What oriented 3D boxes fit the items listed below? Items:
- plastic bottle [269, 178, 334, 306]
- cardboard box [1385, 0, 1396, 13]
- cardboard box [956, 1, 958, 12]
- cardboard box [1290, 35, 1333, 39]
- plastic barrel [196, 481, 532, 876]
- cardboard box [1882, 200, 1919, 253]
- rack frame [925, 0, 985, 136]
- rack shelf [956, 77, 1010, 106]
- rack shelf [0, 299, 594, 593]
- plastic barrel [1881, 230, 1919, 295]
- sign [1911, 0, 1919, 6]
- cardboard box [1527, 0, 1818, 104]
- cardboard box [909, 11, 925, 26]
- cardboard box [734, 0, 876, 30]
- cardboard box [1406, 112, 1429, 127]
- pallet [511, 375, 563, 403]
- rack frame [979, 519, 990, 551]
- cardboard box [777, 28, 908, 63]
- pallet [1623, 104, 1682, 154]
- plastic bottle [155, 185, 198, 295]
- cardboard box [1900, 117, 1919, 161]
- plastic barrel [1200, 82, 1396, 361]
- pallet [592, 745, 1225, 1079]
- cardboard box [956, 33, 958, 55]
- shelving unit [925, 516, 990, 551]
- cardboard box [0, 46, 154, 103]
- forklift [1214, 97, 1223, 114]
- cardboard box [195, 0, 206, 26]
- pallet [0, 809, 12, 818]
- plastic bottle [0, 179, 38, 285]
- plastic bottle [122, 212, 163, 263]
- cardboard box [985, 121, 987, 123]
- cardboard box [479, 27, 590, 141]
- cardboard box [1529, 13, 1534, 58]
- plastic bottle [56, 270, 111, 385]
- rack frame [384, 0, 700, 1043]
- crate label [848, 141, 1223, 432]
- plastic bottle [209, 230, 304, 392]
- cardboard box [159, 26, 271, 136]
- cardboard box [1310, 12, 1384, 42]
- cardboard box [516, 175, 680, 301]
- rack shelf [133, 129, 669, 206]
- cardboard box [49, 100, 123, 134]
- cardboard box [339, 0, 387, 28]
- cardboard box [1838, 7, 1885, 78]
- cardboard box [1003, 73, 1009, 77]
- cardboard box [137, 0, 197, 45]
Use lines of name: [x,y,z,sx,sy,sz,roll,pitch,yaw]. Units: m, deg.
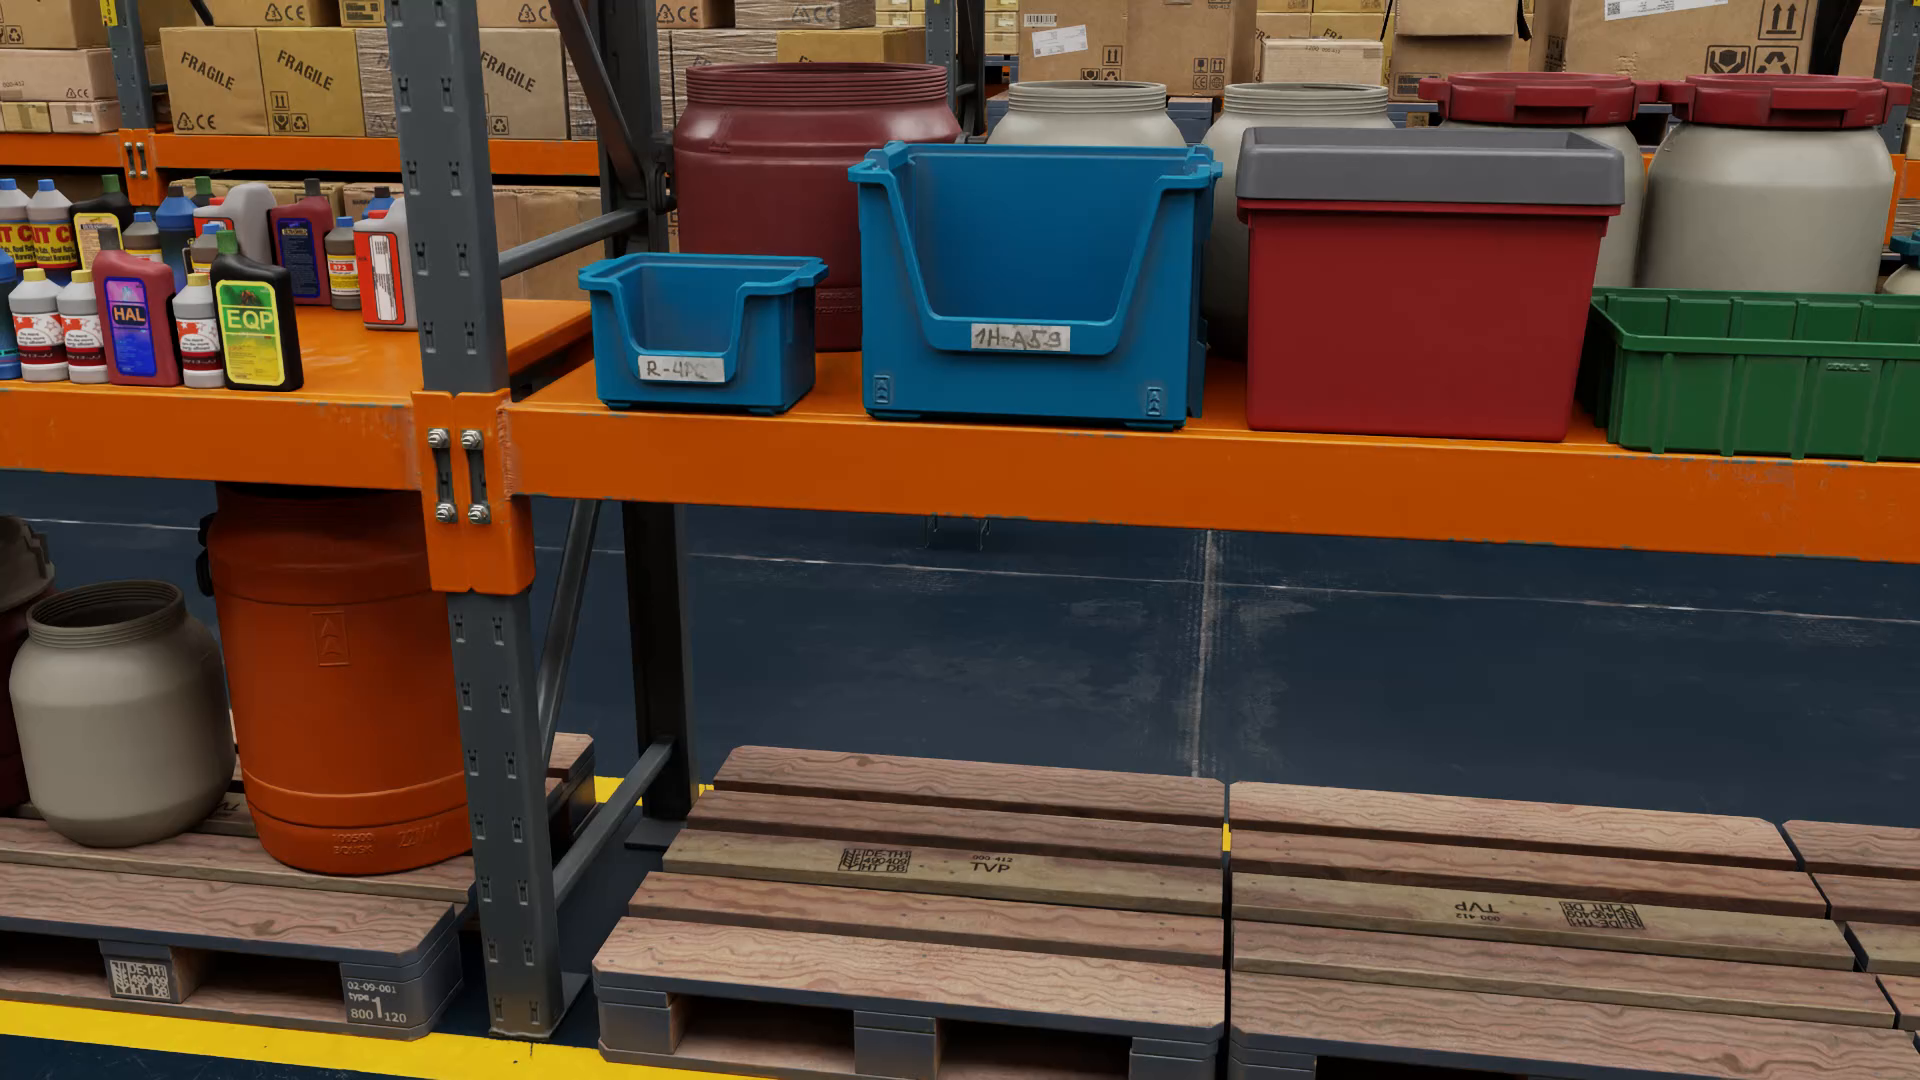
plastic bottle: [-1.494,-0.679,3.789,0.133,0.283,0.061,3,19,9]
cardboard box: [3.323,-4.075,12.022,0.500,0.500,0.700,3,19,9]
cardboard box: [0.067,-3.938,12.140,0.250,0.149,0.380,3,19,8]
cardboard box: [1.674,-2.268,7.905,0.258,0.266,0.396,2,19,7]
plastic barrel: [-1.286,0.230,3.646,0.708,0.830,0.600,3,19,9]
cardboard box: [6.321,-2.573,11.954,0.875,0.875,0.875,3,19,9]
rack frame: [-0.015,-2.132,7.948,0.127,3.000,1.000,3,19,9]
rack shelf: [-1.103,-3.441,12.992,4.000,0.370,1.077,3,19,9]
rack shelf: [-2.775,-0.340,3.726,4.000,0.370,1.077,3,19,9]
plastic barrel: [1.866,-0.428,3.074,0.301,0.262,0.301,0,18,0]
sign: [3.850,-2.306,6.643,0.005,0.325,0.100,3,19,9]
cardboard box: [3.172,-2.498,7.435,1.000,1.000,1.000,3,19,9]
cardboard box: [-0.212,-3.810,12.227,0.250,0.149,0.380,3,19,10]
cardboard box: [-0.734,-2.697,7.898,0.637,0.503,0.797,4,19,11]
cardboard box: [5.773,-5.687,21.652,0.625,0.625,0.875,4,19,11]
pallet: [-1.982,-0.935,8.766,1.213,0.211,1.003,3,19,9]
rack frame: [0.092,-0.422,6.146,0.006,0.900,0.240,3,19,9]
cardboard box: [-0.541,-2.127,7.775,0.500,0.500,0.500,4,19,10]
pallet: [3.203,-1.924,7.628,1.213,0.211,1.003,3,19,9]
plastic bottle: [-1.753,-0.661,3.755,0.097,0.271,0.097,0,18,0]
cardboard box: [4.099,-1.707,7.072,0.250,0.149,0.380,3,19,9]
plastic barrel: [0.665,-0.627,3.275,0.421,0.512,0.421,0,18,0]
pallet: [-0.042,0.793,3.600,1.213,0.211,1.003,3,19,9]
cardboard box: [0.067,-3.655,12.233,0.250,0.149,0.380,3,19,9]
shelving unit: [-0.008,-0.427,6.162,0.210,0.900,0.258,3,19,9]
cardboard box: [-4.442,-2.343,8.347,0.500,0.250,0.500,3,19,8]
forklift: [0.770,-2.828,10.135,3.031,2.935,1.130,3,19,9]
cardboard box: [-6.095,-4.144,13.335,0.500,0.500,0.500,3,19,9]
pallet: [-2.787,0.653,4.018,1.213,0.211,1.003,3,19,9]
plastic bottle: [-2.199,-0.703,3.881,0.097,0.271,0.097,0,18,0]
plastic bottle: [-1.875,-0.654,3.843,0.097,0.201,0.097,0,18,0]
cardboard box: [0.229,-3.161,13.119,0.500,0.250,0.500,2,19,6]
cardboard box: [-2.048,-2.205,8.008,0.500,0.500,0.500,3,19,10]
cardboard box: [4.263,-3.470,11.788,0.500,0.500,0.500,3,19,8]
plastic bottle: [-1.606,-0.396,3.073,0.097,0.201,0.097,0,18,0]
rack frame: [-0.801,-0.580,3.311,0.127,3.000,1.000,3,19,9]
crate label: [0.138,-0.463,2.902,0.616,0.435,0.502,3,19,9]
plastic bottle: [-1.268,-0.412,2.991,0.133,0.283,0.061,3,19,9]
cardboard box: [-3.550,-2.279,8.231,0.500,0.500,0.500,3,19,9]
cardboard box: [2.764,-3.545,12.014,0.500,0.500,0.500,3,19,8]
cardboard box: [-1.572,-1.412,8.483,0.875,0.875,1.225,3,19,9]
rack shelf: [-1.990,-1.892,8.363,4.000,0.370,1.077,3,19,9]
cardboard box: [-4.317,-2.127,8.329,0.250,0.149,0.380,3,19,9]
cardboard box: [-2.657,-2.789,8.172,0.637,0.503,0.797,3,19,9]
cardboard box: [6.248,-3.451,11.654,0.550,0.550,0.875,3,19,9]
cardboard box: [0.888,-4.489,17.679,0.875,0.875,0.875,3,19,8]
cardboard box: [-4.397,-2.863,8.719,0.500,0.500,0.500,3,19,9]
